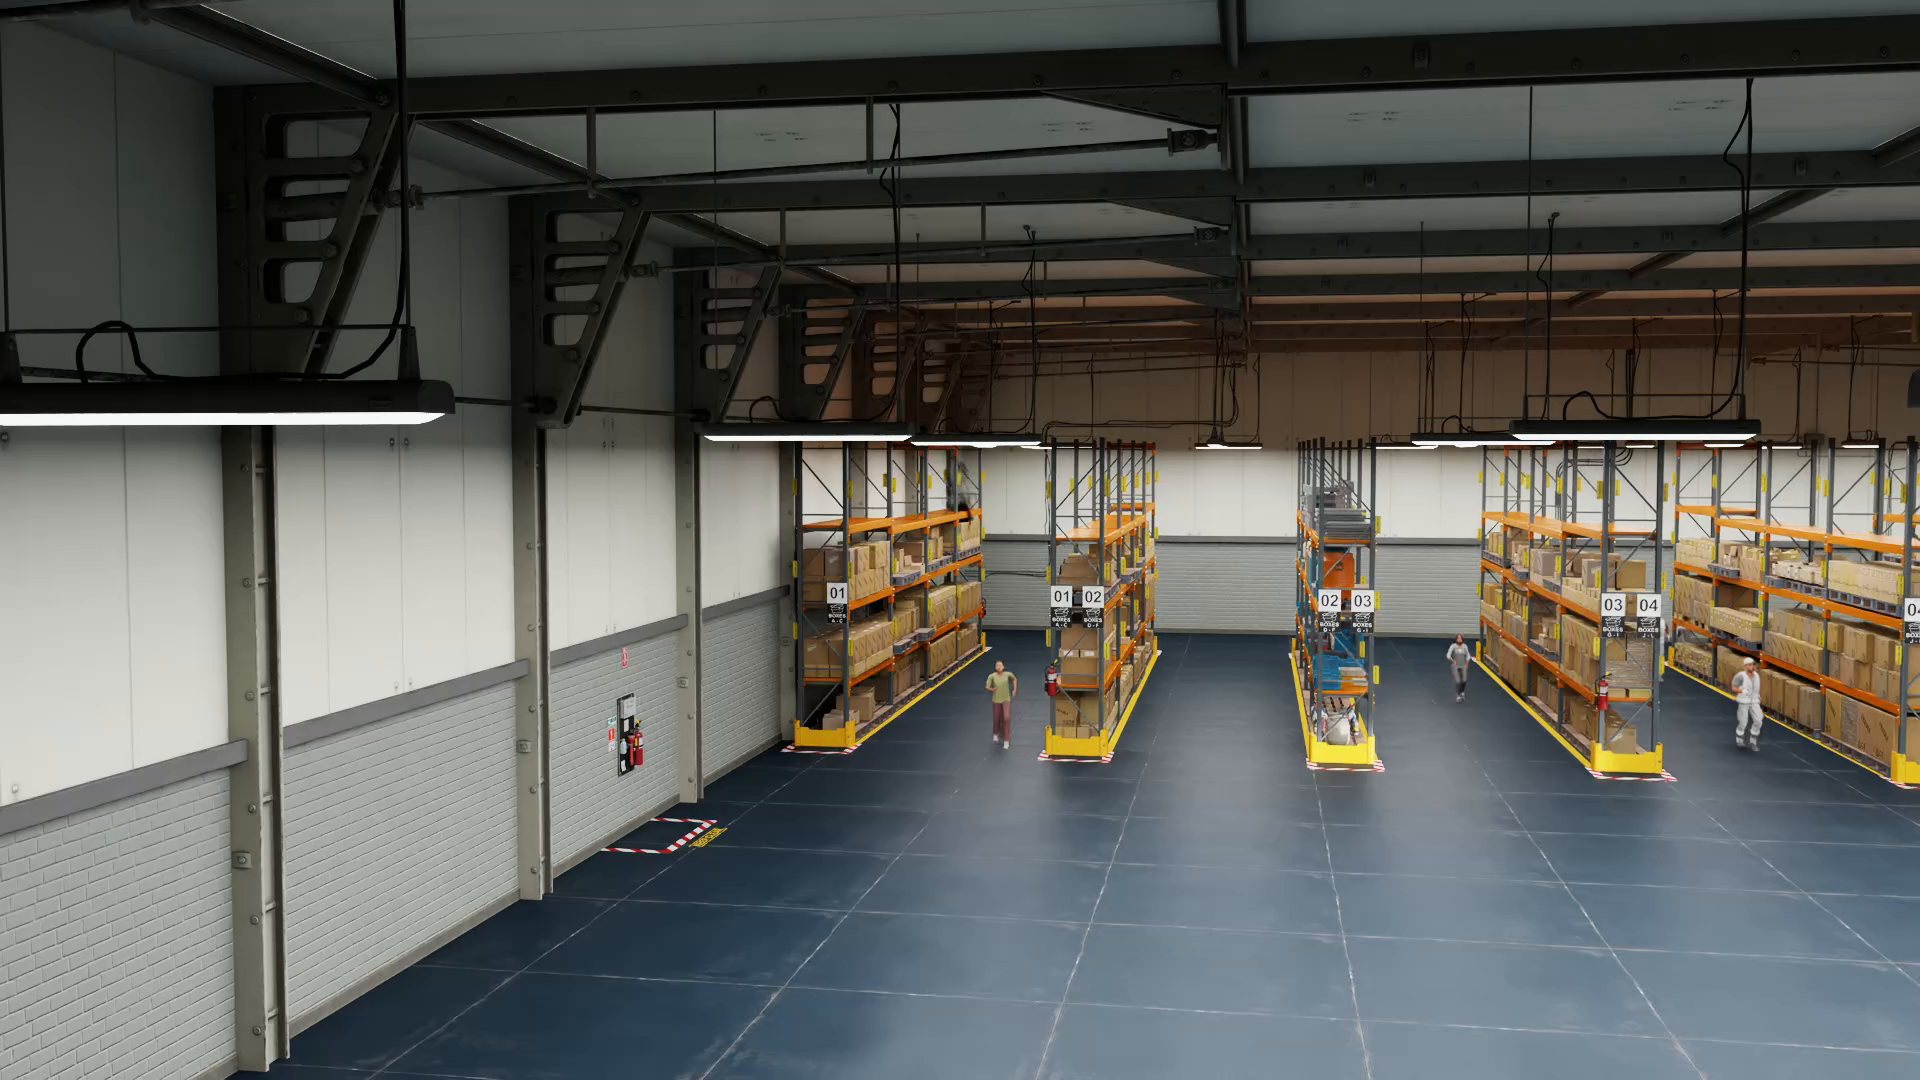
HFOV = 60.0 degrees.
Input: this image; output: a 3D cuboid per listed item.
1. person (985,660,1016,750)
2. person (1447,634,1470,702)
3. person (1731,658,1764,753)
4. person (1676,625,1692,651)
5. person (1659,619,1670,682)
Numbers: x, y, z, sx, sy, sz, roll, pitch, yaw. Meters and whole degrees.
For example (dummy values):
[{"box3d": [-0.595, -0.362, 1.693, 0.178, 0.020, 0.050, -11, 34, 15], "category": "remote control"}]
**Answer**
[{"box3d": [0.797, 3.164, 32.369, 0.600, 1.700, 0.903, 0, 3, 3], "category": "person"}, {"box3d": [11.401, 2.937, 37.999, 0.540, 1.539, 0.520, 0, 3, 8], "category": "person"}, {"box3d": [15.065, 3.158, 31.797, 0.635, 1.825, 0.749, 0, 3, 2], "category": "person"}, {"box3d": [19.969, 2.449, 45.737, 0.760, 1.828, 0.691, 0, 3, -2], "category": "person"}, {"box3d": [17.471, 2.616, 41.786, 0.695, 1.792, 0.997, 0, 3, 8], "category": "person"}]
